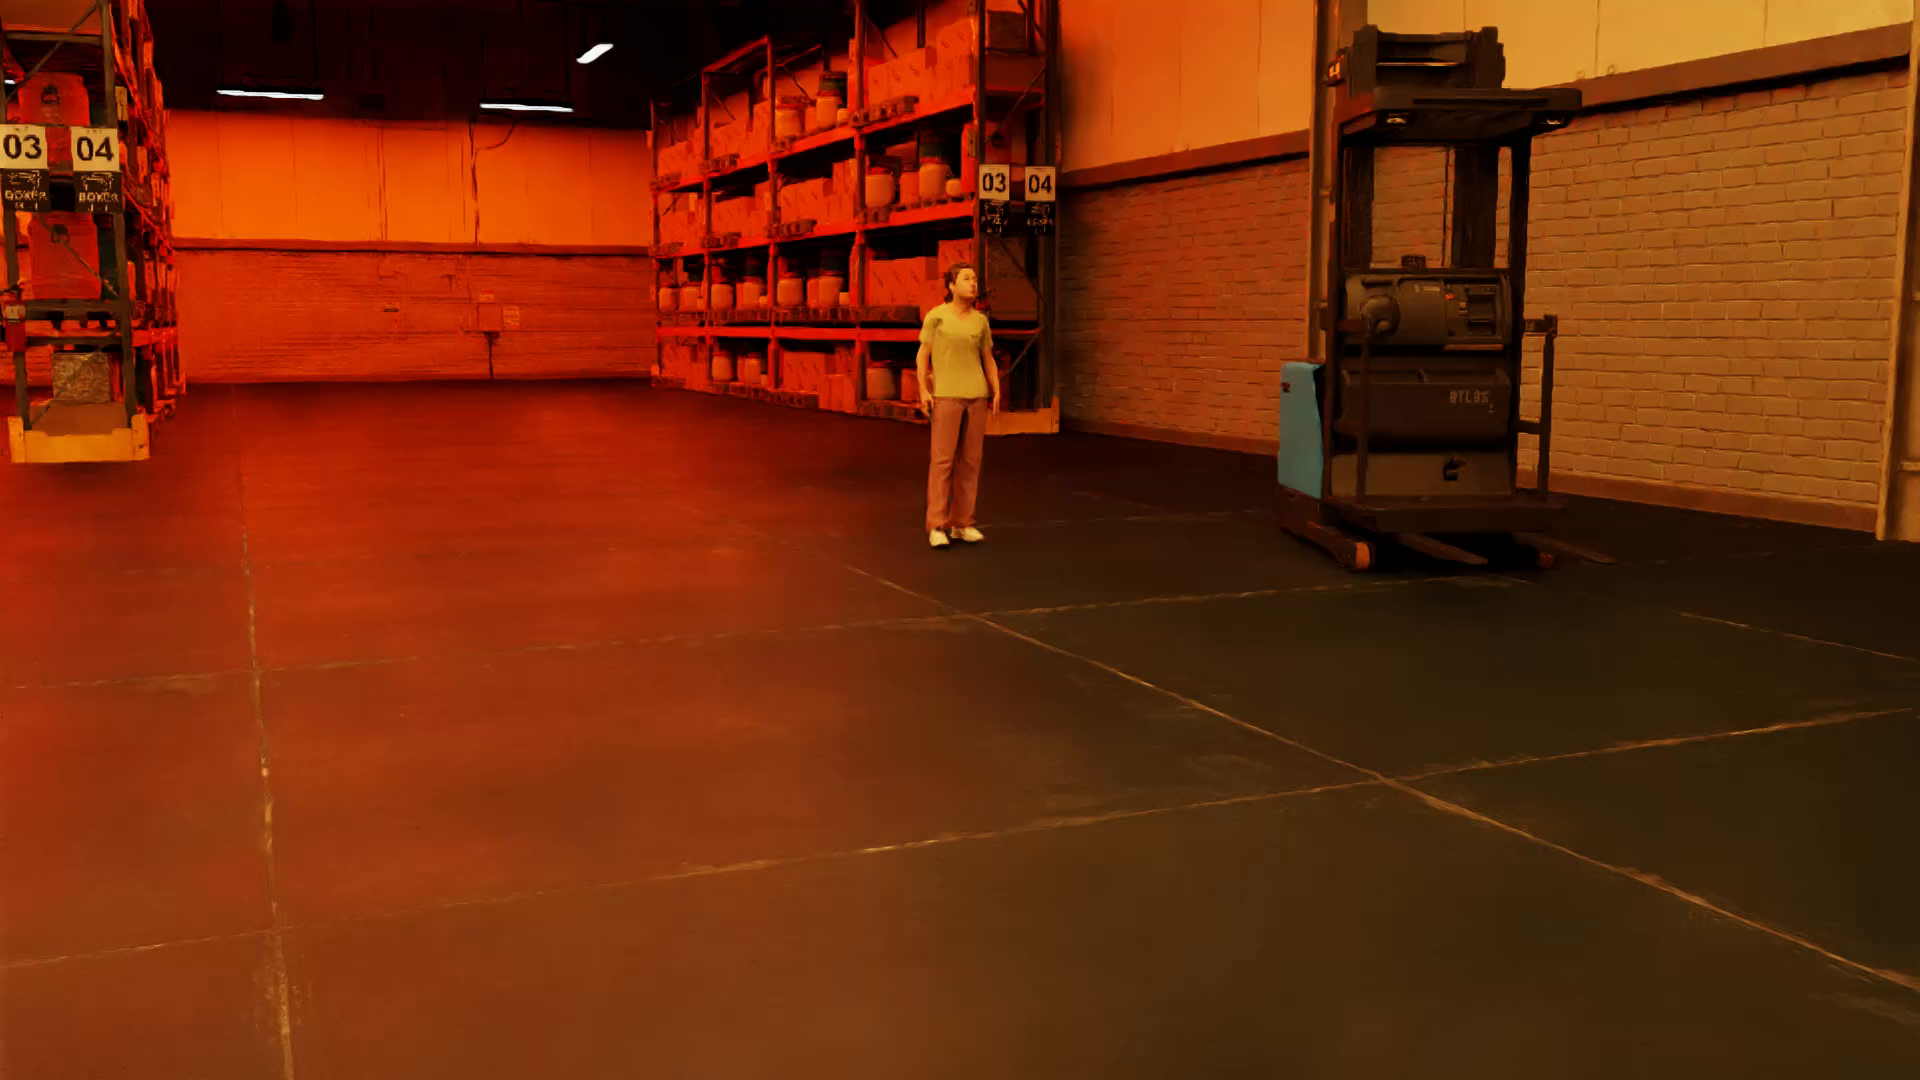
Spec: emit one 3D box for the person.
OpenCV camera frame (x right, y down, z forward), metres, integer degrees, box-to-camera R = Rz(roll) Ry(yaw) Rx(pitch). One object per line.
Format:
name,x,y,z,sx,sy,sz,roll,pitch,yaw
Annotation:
person,0.019,-0.828,9.972,0.554,1.674,0.548,-3,8,-23

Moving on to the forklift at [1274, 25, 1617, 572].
forklift,2.607,-1.326,8.996,1.130,2.935,3.031,0,8,-4
